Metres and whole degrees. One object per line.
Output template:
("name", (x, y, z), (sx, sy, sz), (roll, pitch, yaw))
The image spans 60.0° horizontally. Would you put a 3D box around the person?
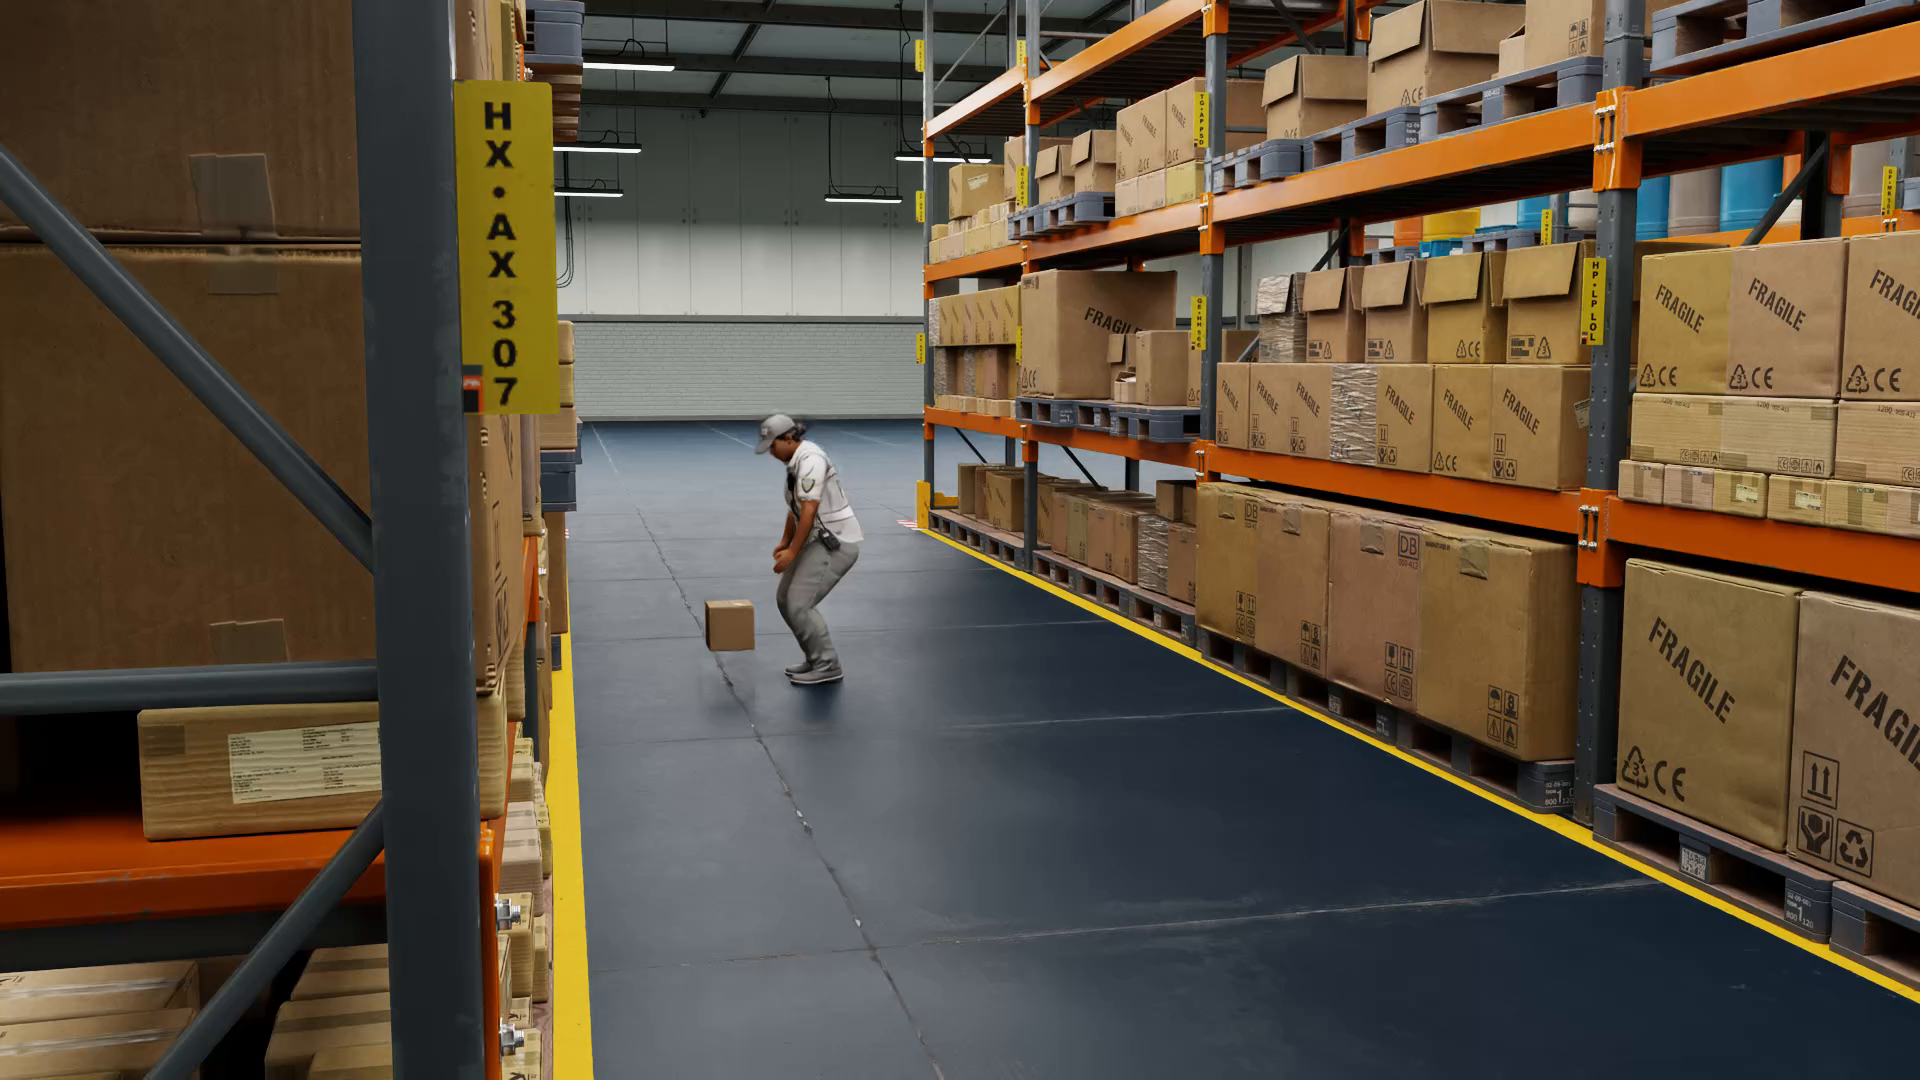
("person", (-0.856, 0.049, 9.443), (0.611, 1.523, 0.522), (-1, 6, -13))
